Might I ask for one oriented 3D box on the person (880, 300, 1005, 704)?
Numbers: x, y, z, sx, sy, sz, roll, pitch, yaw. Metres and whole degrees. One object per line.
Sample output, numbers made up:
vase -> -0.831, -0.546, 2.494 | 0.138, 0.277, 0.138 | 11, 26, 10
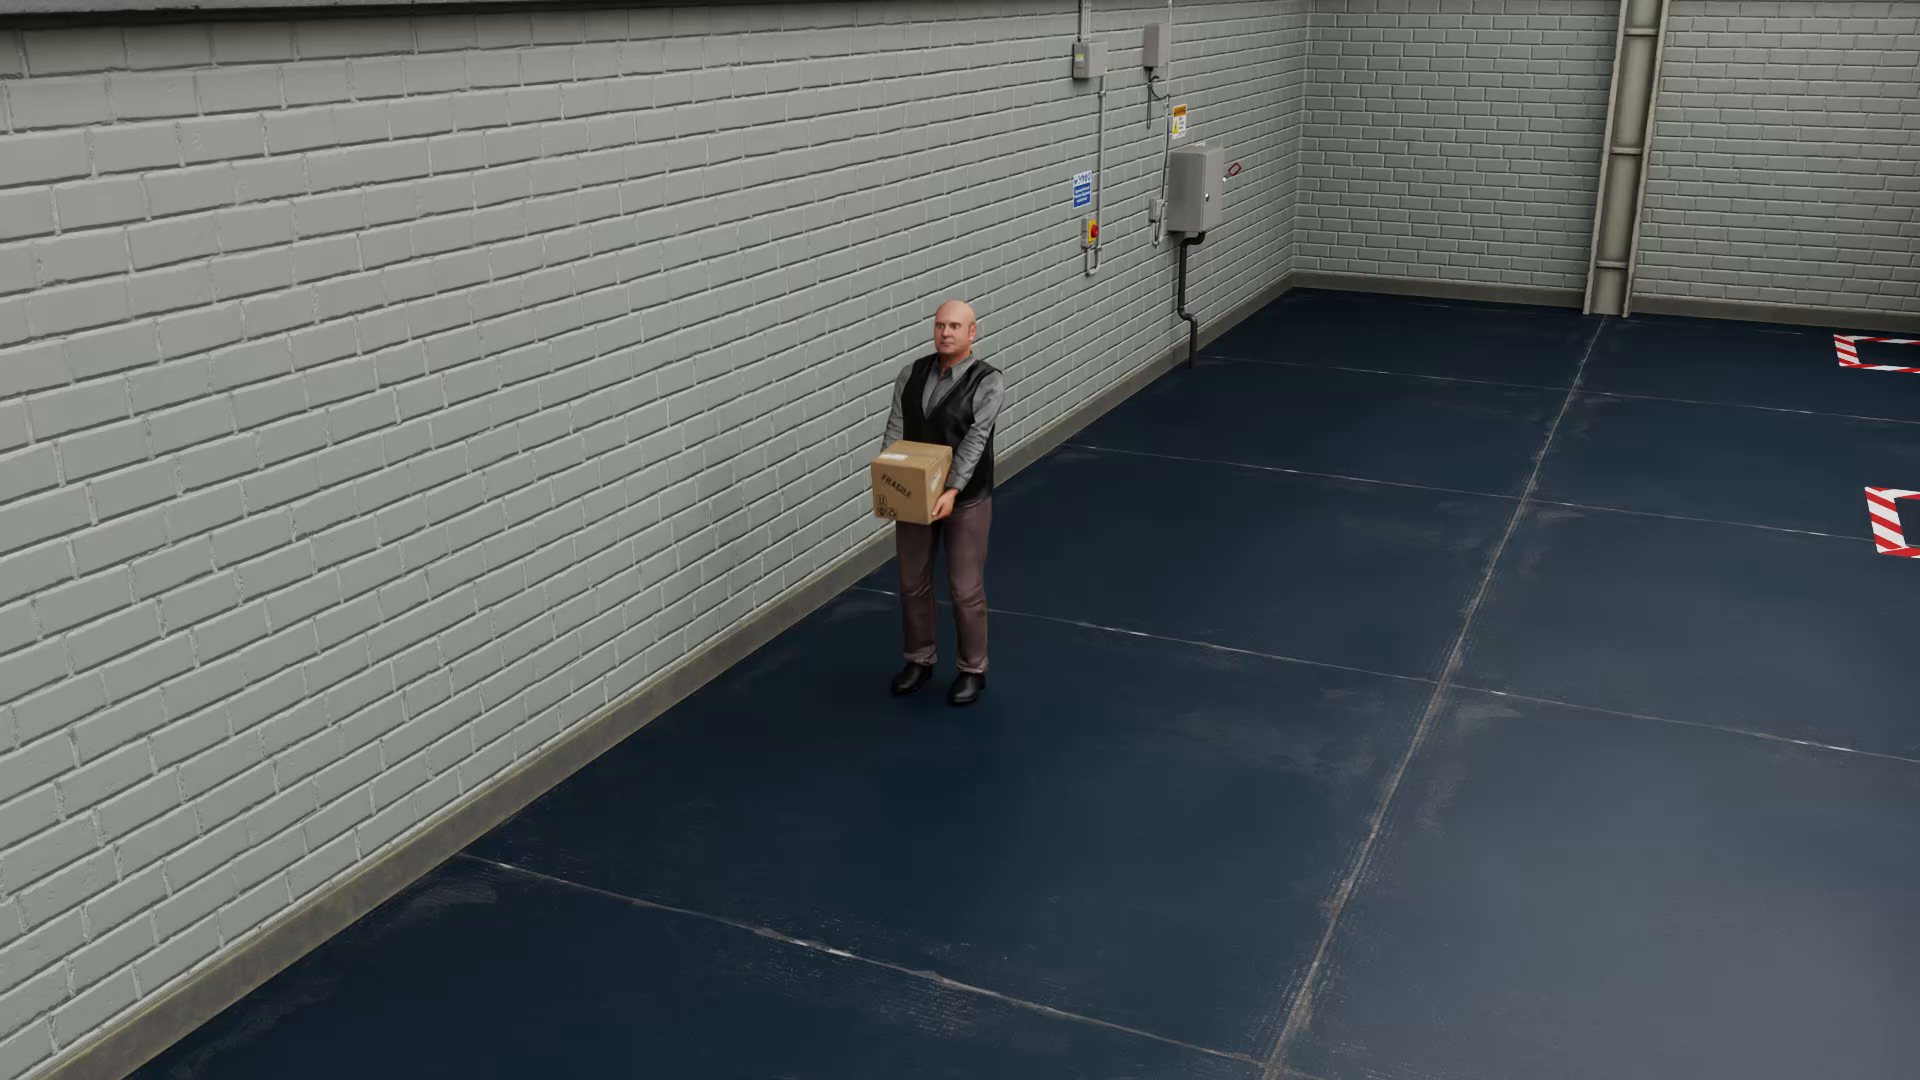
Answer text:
person -> -0.093, -0.135, 7.010 | 0.494, 1.711, 0.550 | 9, 21, 24
